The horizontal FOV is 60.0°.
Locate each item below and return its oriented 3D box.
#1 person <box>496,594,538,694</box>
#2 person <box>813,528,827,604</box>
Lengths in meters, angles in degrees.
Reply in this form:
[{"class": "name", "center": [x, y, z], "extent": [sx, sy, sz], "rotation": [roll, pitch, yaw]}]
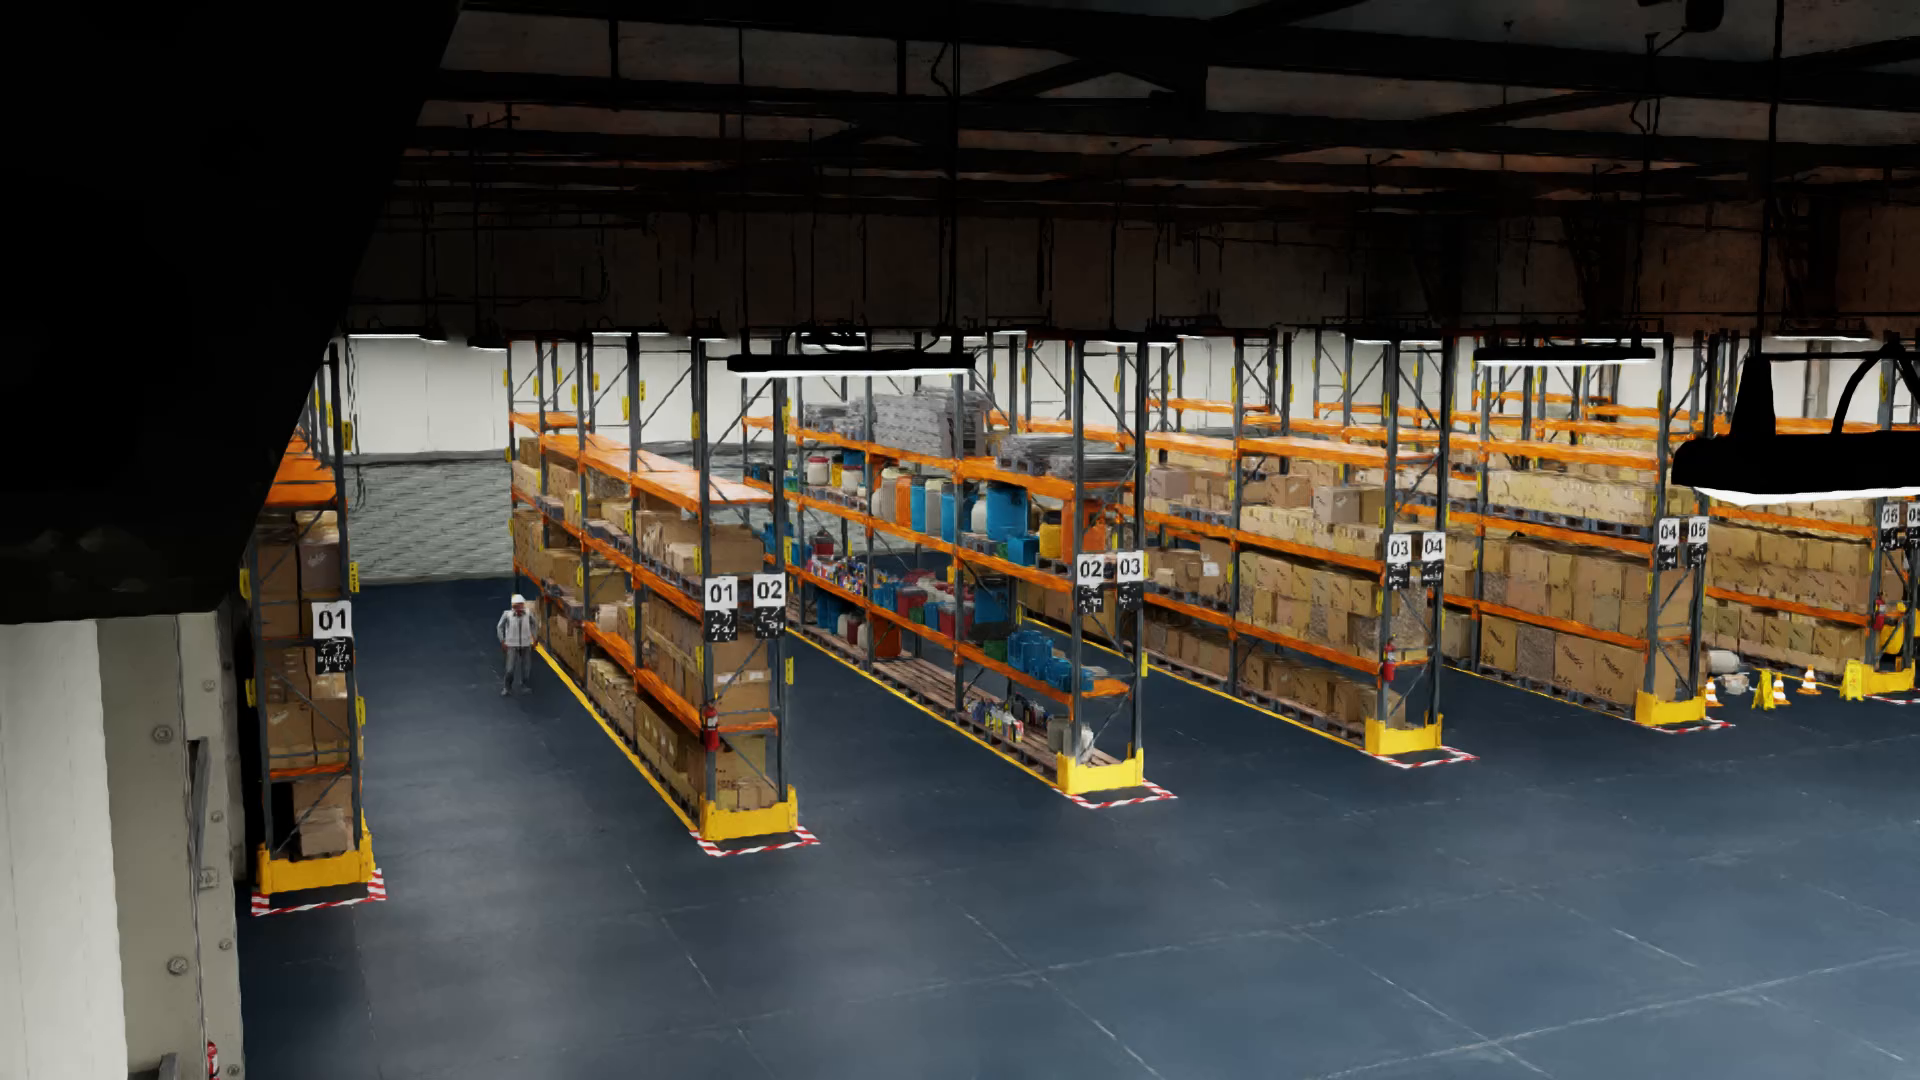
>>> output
[{"class": "person", "center": [-7.352, 1.727, 27.682], "extent": [0.677, 1.726, 0.571], "rotation": [-4, 9, -24]}, {"class": "person", "center": [-3.038, 0.554, 36.380], "extent": [0.378, 1.656, 0.632], "rotation": [-1, 8, -6]}]
